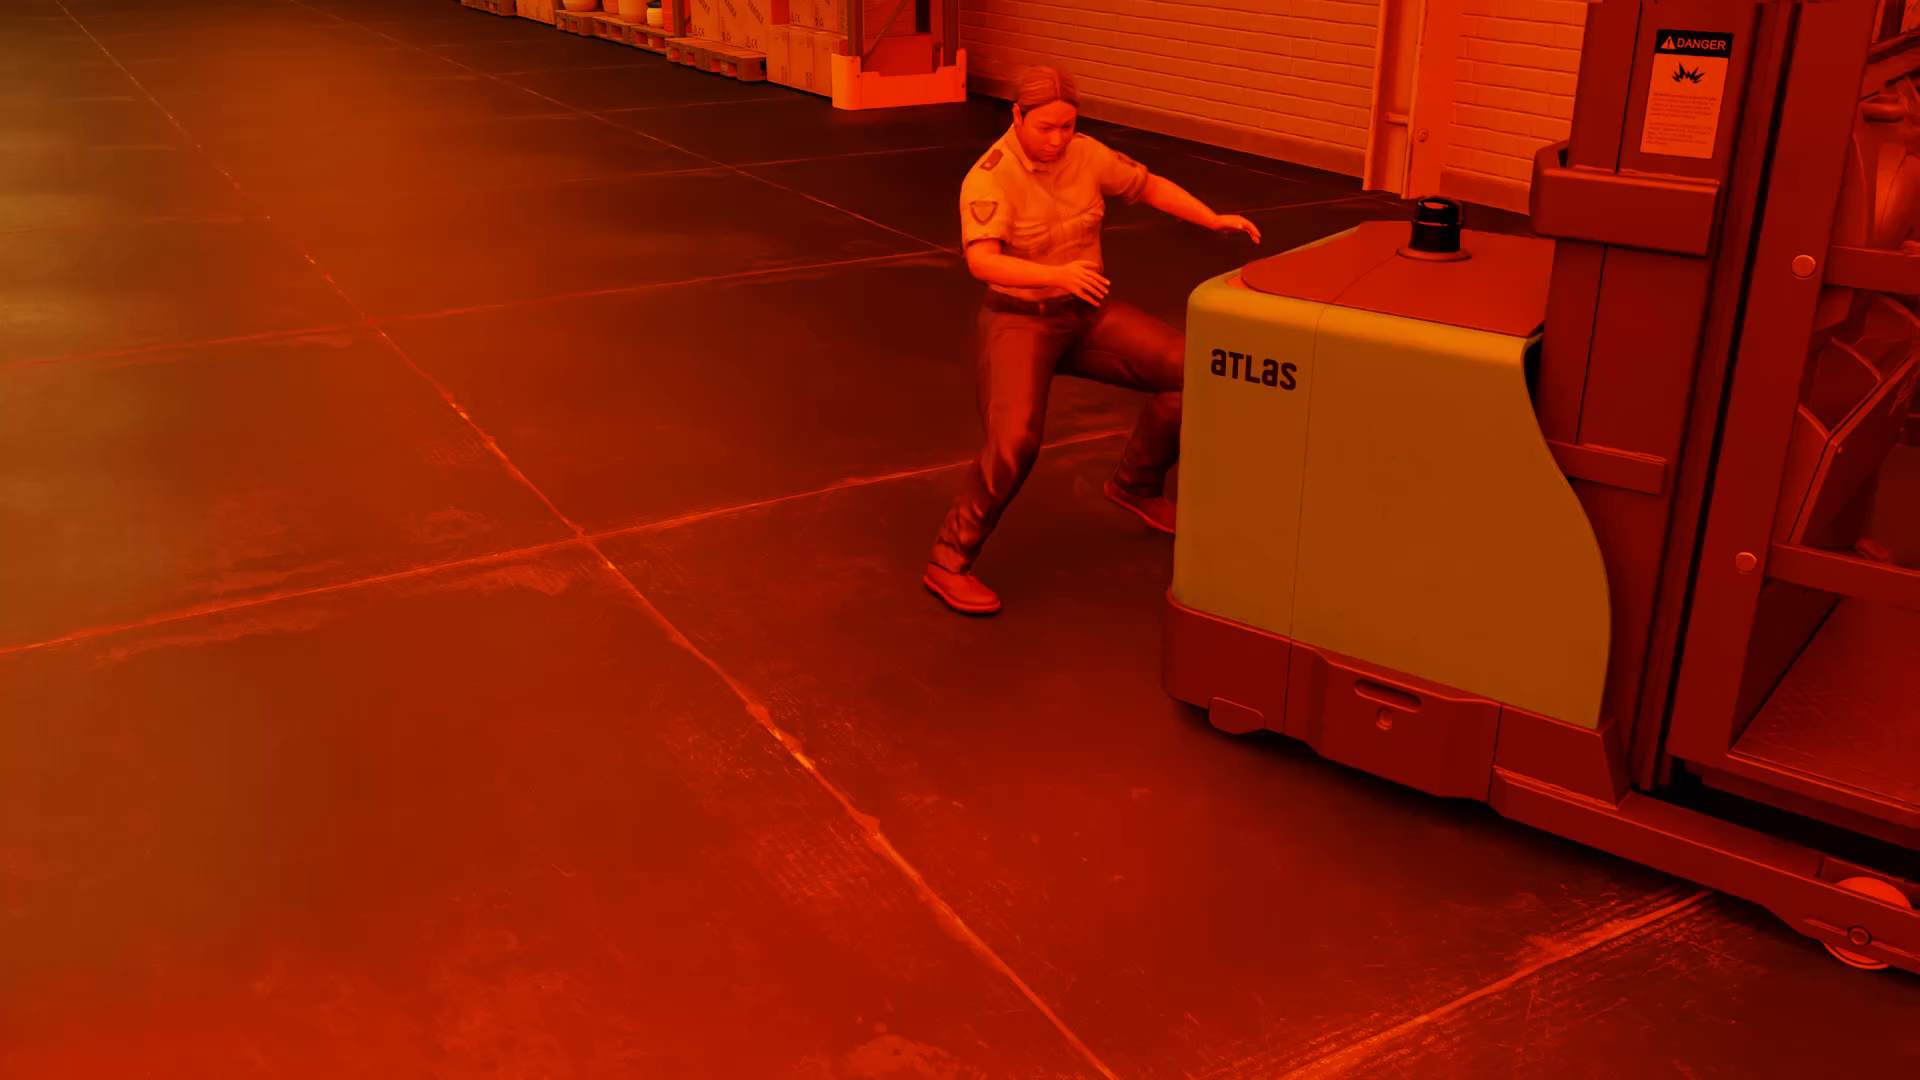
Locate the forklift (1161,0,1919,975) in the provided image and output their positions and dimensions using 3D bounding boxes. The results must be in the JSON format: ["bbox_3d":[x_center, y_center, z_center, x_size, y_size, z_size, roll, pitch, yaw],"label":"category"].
[{"bbox_3d":[1.962,-0.726,3.042,3.031,2.935,1.130,17,28,35],"label":"forklift"}]

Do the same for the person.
[{"bbox_3d":[0.334,-0.594,4.693,0.952,1.434,0.711,-12,25,-28],"label":"person"}]
